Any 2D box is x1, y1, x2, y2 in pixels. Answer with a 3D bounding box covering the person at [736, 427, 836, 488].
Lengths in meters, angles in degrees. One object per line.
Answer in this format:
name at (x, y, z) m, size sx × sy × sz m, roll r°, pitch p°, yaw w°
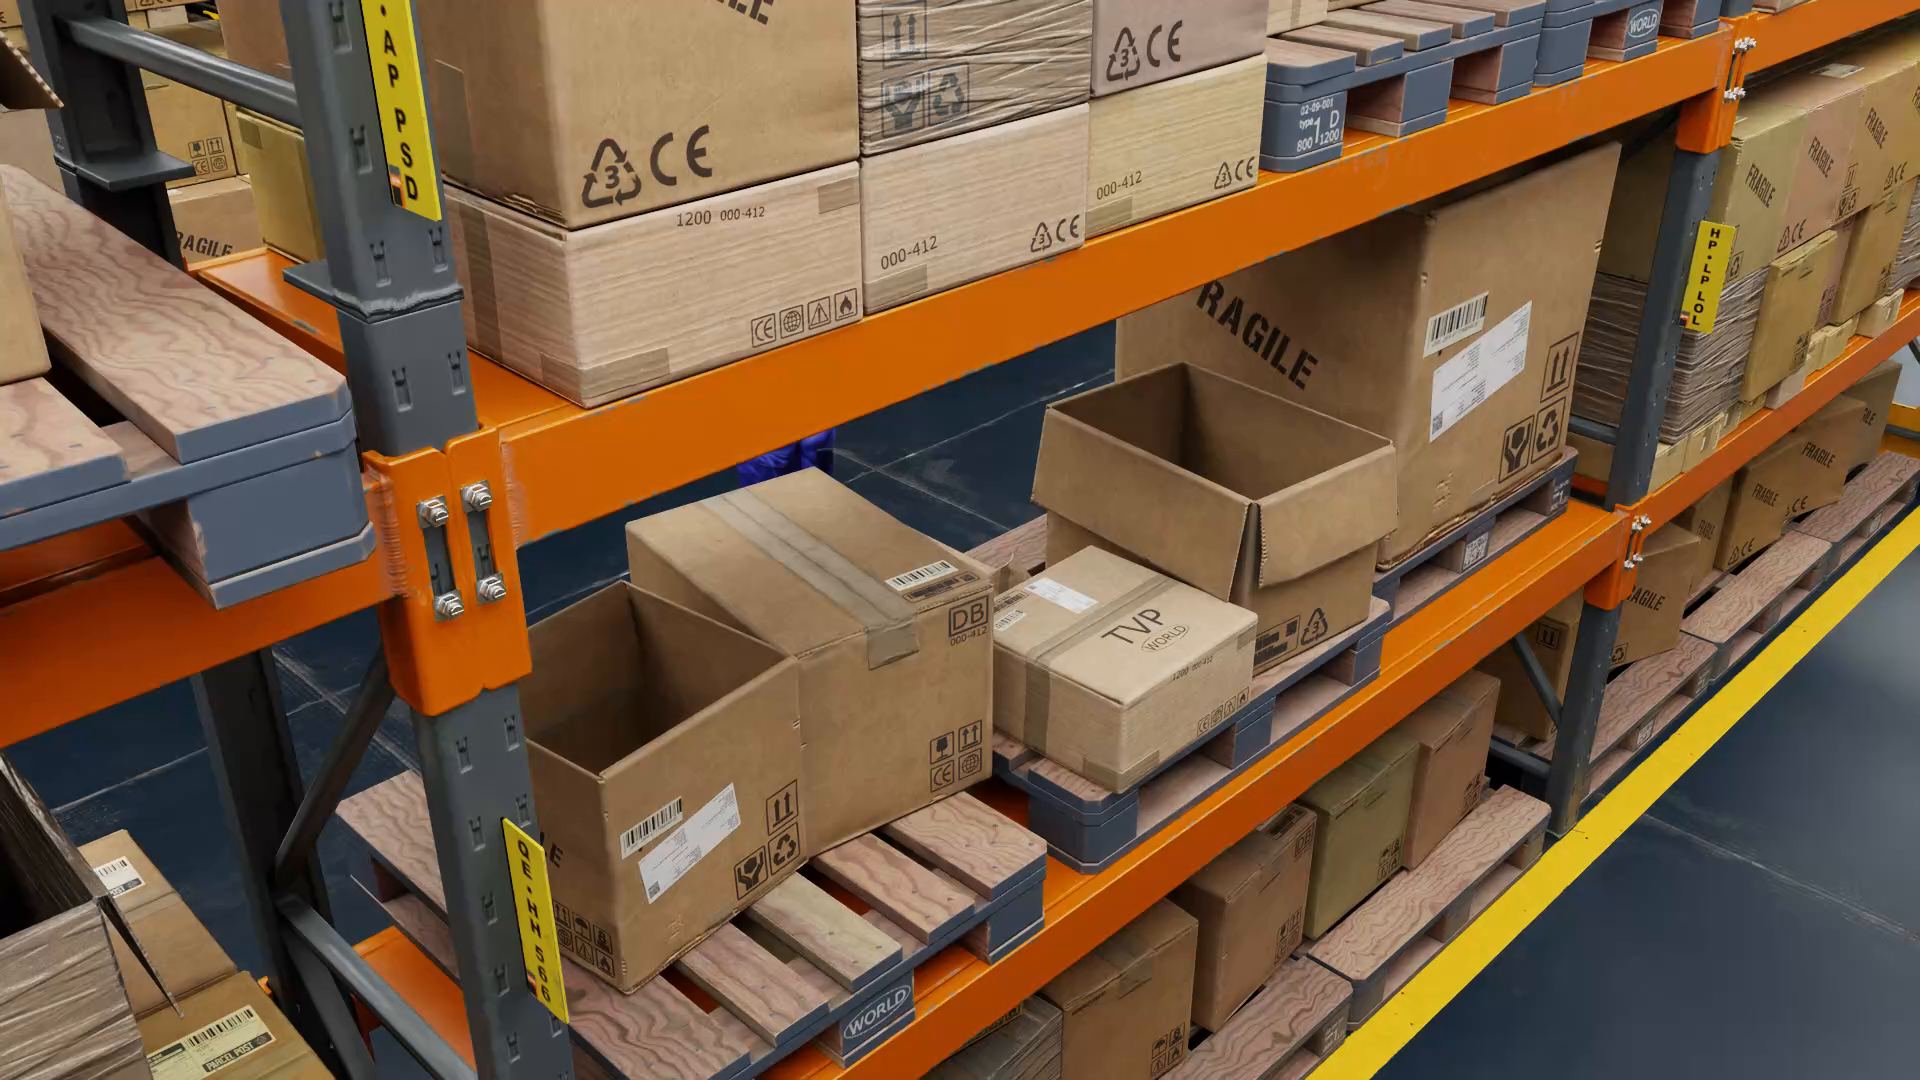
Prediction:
person at (-0.633, 0.018, 6.099) m, size 0.297 × 1.655 × 0.438 m, roll -25°, pitch 36°, yaw -38°
